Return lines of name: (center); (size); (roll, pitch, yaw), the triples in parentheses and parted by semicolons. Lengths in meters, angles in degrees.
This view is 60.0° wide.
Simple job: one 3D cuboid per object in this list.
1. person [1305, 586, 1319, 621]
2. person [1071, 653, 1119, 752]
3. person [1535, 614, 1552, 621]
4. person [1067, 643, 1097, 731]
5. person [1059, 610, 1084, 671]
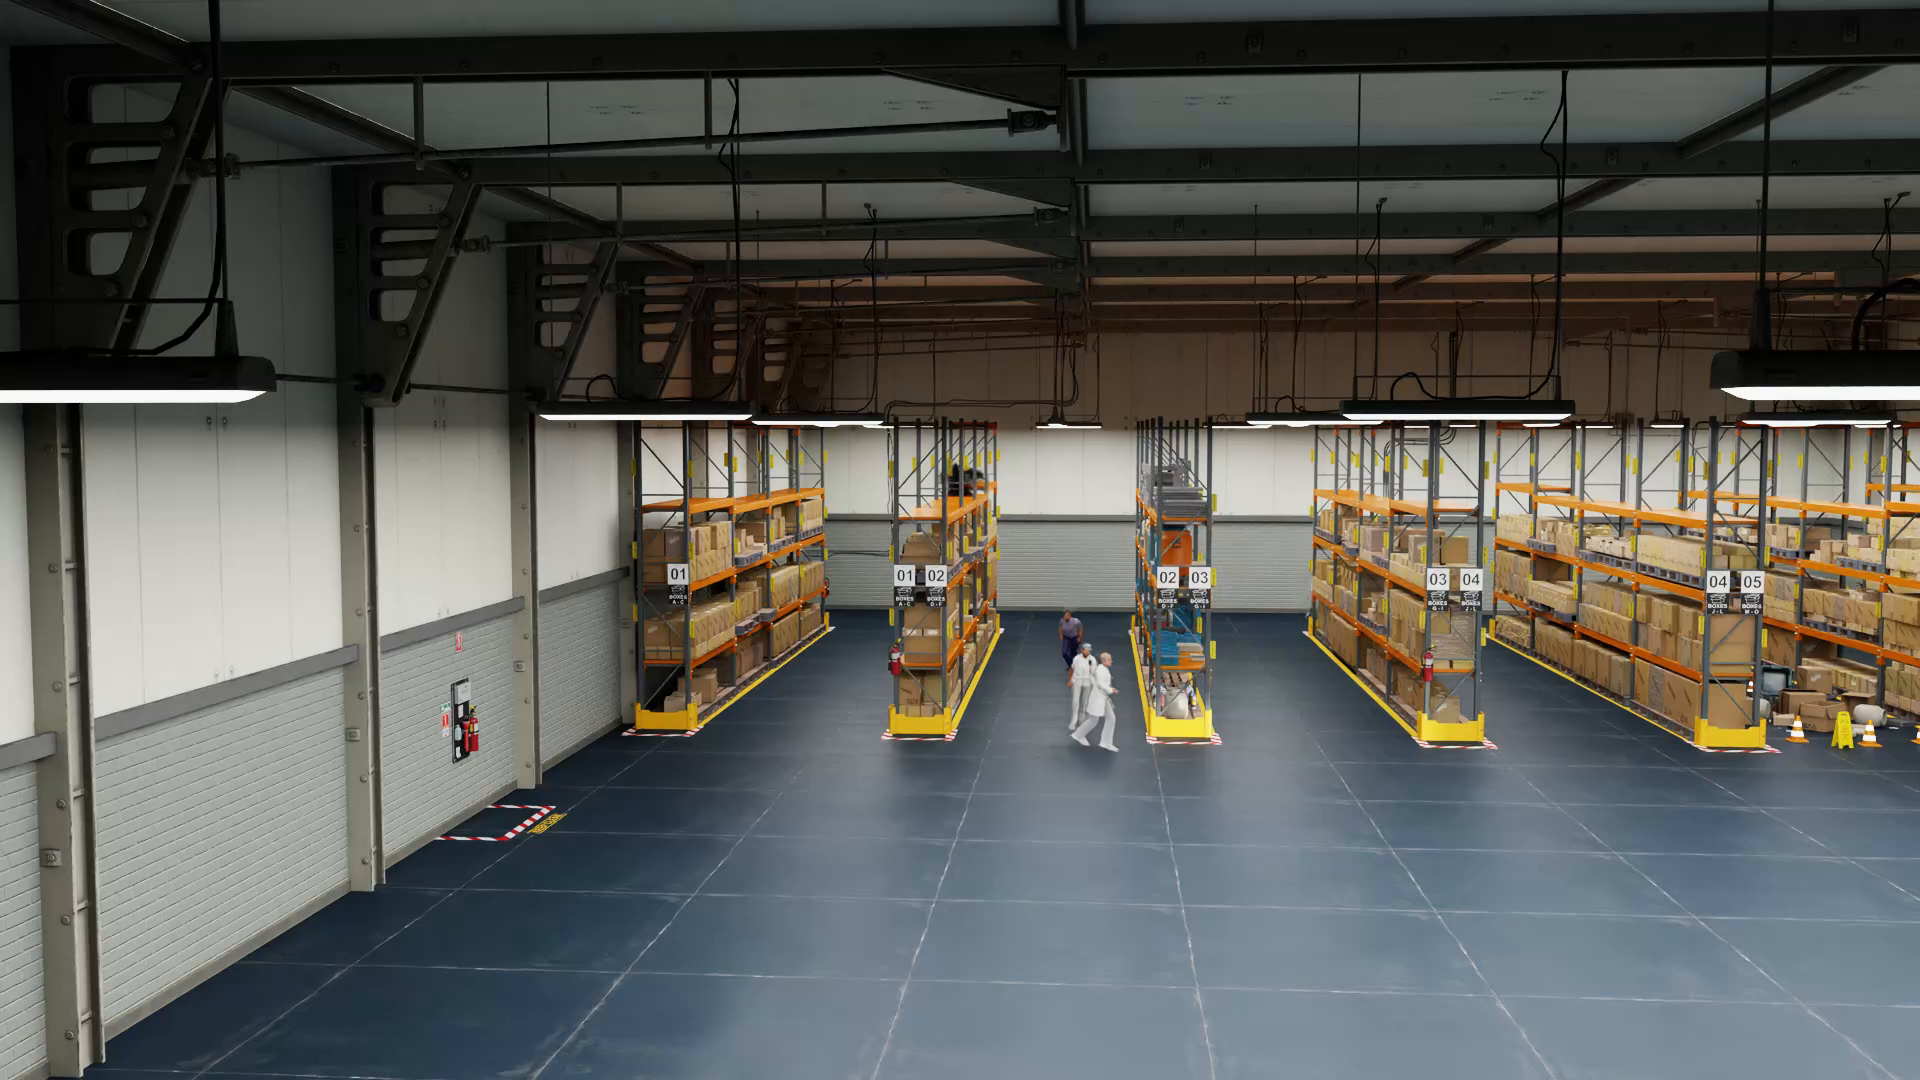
person: (10.728, 1.693, 49.923); (0.606, 1.543, 0.565); (-1, 4, -10)
person: (2.407, 2.898, 29.831); (0.907, 1.773, 0.654); (2, 4, 22)
person: (16.481, 1.865, 46.786); (0.631, 1.640, 0.607); (3, 5, 40)
person: (2.360, 2.799, 32.083); (0.581, 1.655, 0.685); (0, 4, 0)
person: (2.684, 2.396, 39.853); (0.613, 1.471, 0.899); (1, 4, 18)
